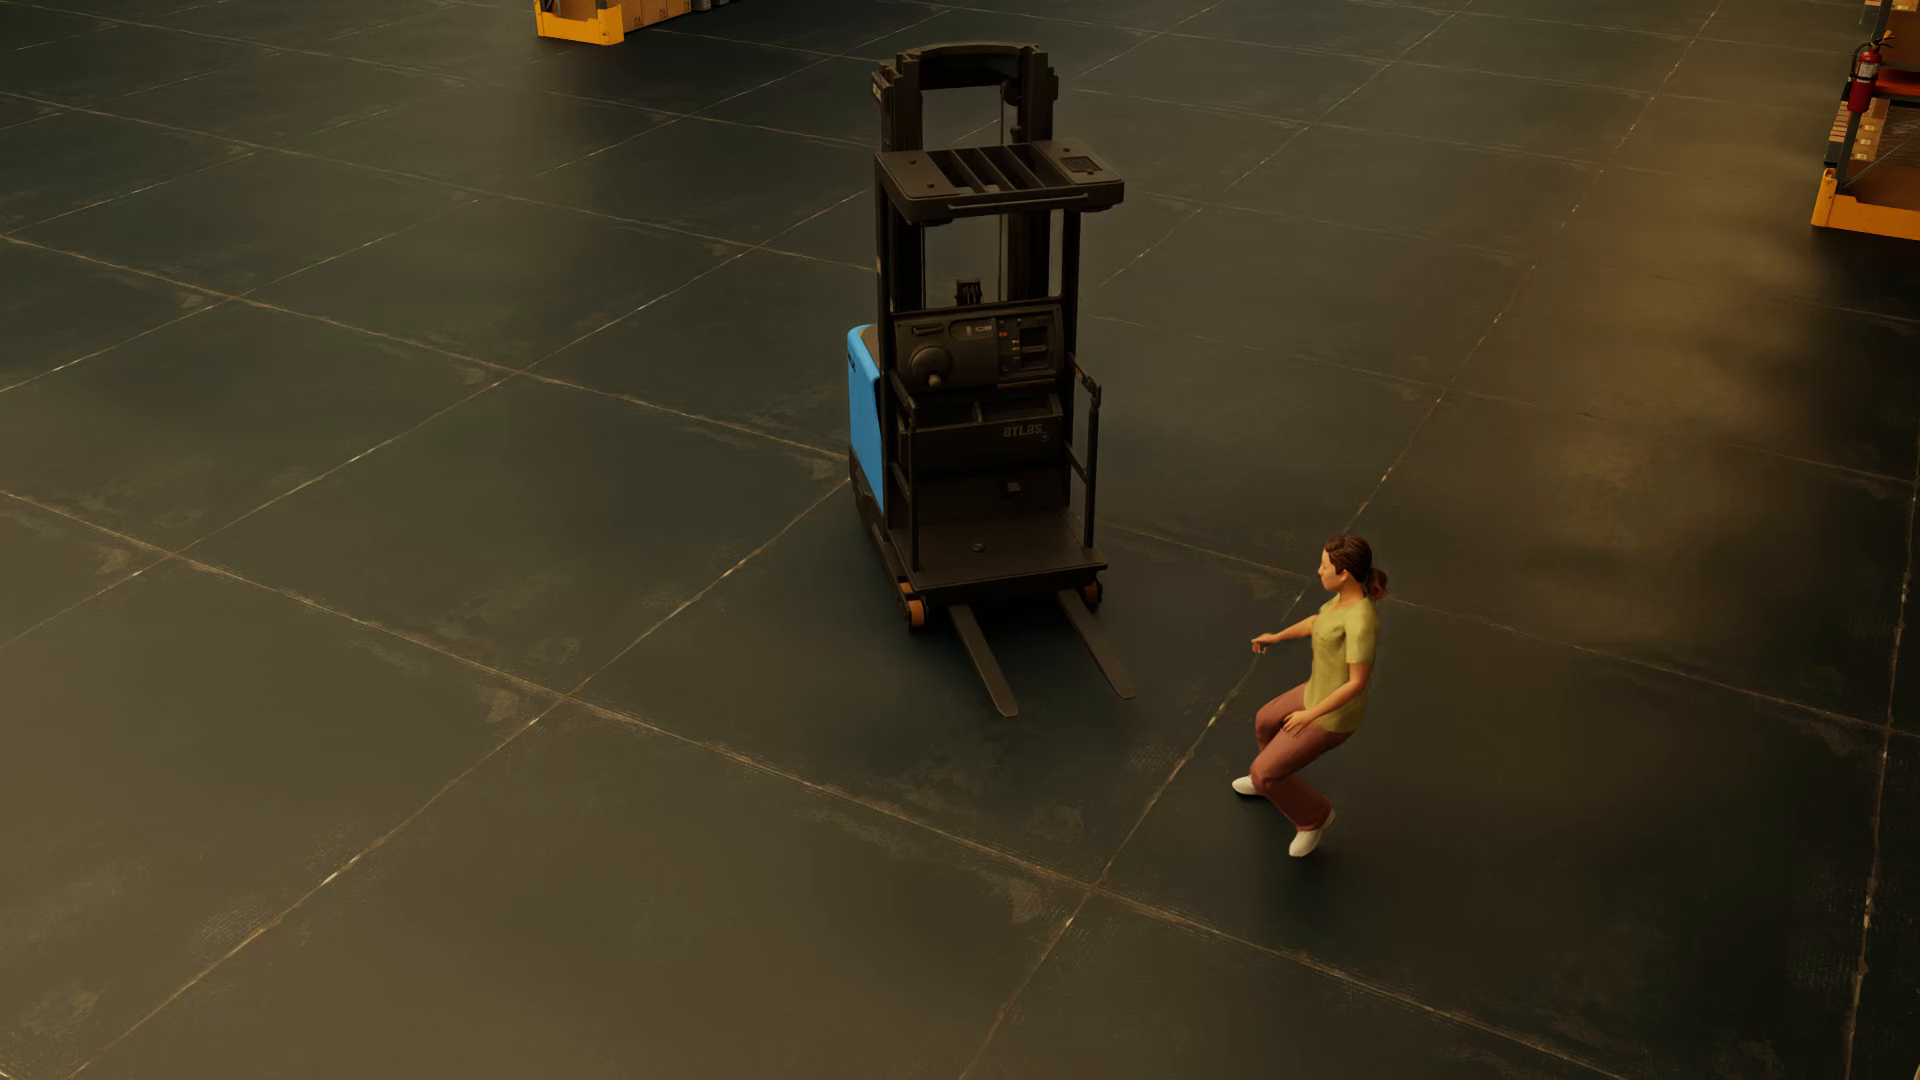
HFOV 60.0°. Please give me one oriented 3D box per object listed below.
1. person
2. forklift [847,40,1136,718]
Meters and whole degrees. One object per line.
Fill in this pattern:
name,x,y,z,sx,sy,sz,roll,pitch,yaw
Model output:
person,1.541,0.666,7.302,0.557,1.544,0.771,4,30,6
forklift,0.165,-0.991,8.787,1.130,2.935,3.031,-7,31,-13
